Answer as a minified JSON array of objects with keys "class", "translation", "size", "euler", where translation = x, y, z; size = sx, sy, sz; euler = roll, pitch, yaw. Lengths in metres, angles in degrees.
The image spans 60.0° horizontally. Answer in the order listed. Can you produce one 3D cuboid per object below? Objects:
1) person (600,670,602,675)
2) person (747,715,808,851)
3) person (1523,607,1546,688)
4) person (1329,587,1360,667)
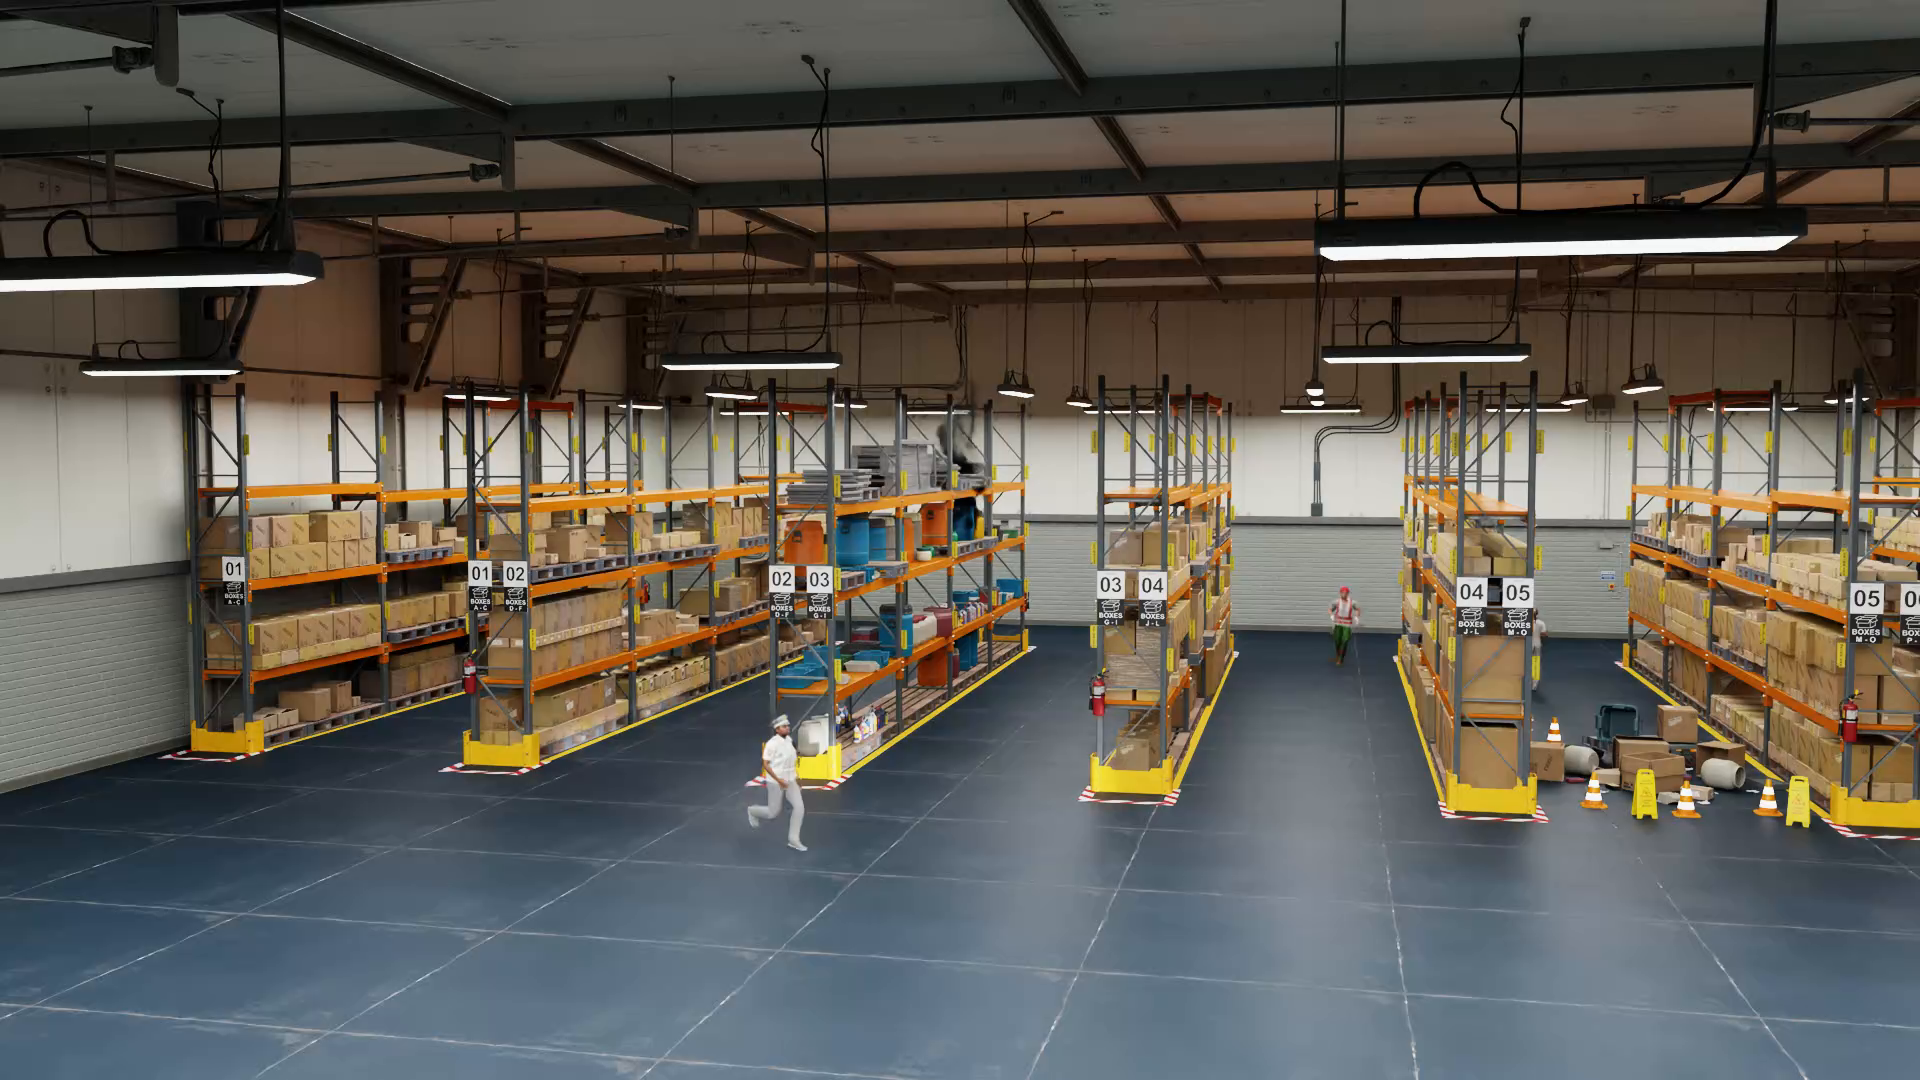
[{"class":"person","translation":[-7.712,2.132,35.380],"size":[0.607,1.651,0.941],"euler":[0,3,7]},{"class":"person","translation":[-2.251,3.006,20.738],"size":[0.892,1.681,0.564],"euler":[3,4,39]},{"class":"person","translation":[11.731,2.231,34.163],"size":[0.587,1.709,0.704],"euler":[1,3,12]},{"class":"person","translation":[8.718,1.954,37.771],"size":[0.695,1.791,0.973],"euler":[1,3,19]}]
